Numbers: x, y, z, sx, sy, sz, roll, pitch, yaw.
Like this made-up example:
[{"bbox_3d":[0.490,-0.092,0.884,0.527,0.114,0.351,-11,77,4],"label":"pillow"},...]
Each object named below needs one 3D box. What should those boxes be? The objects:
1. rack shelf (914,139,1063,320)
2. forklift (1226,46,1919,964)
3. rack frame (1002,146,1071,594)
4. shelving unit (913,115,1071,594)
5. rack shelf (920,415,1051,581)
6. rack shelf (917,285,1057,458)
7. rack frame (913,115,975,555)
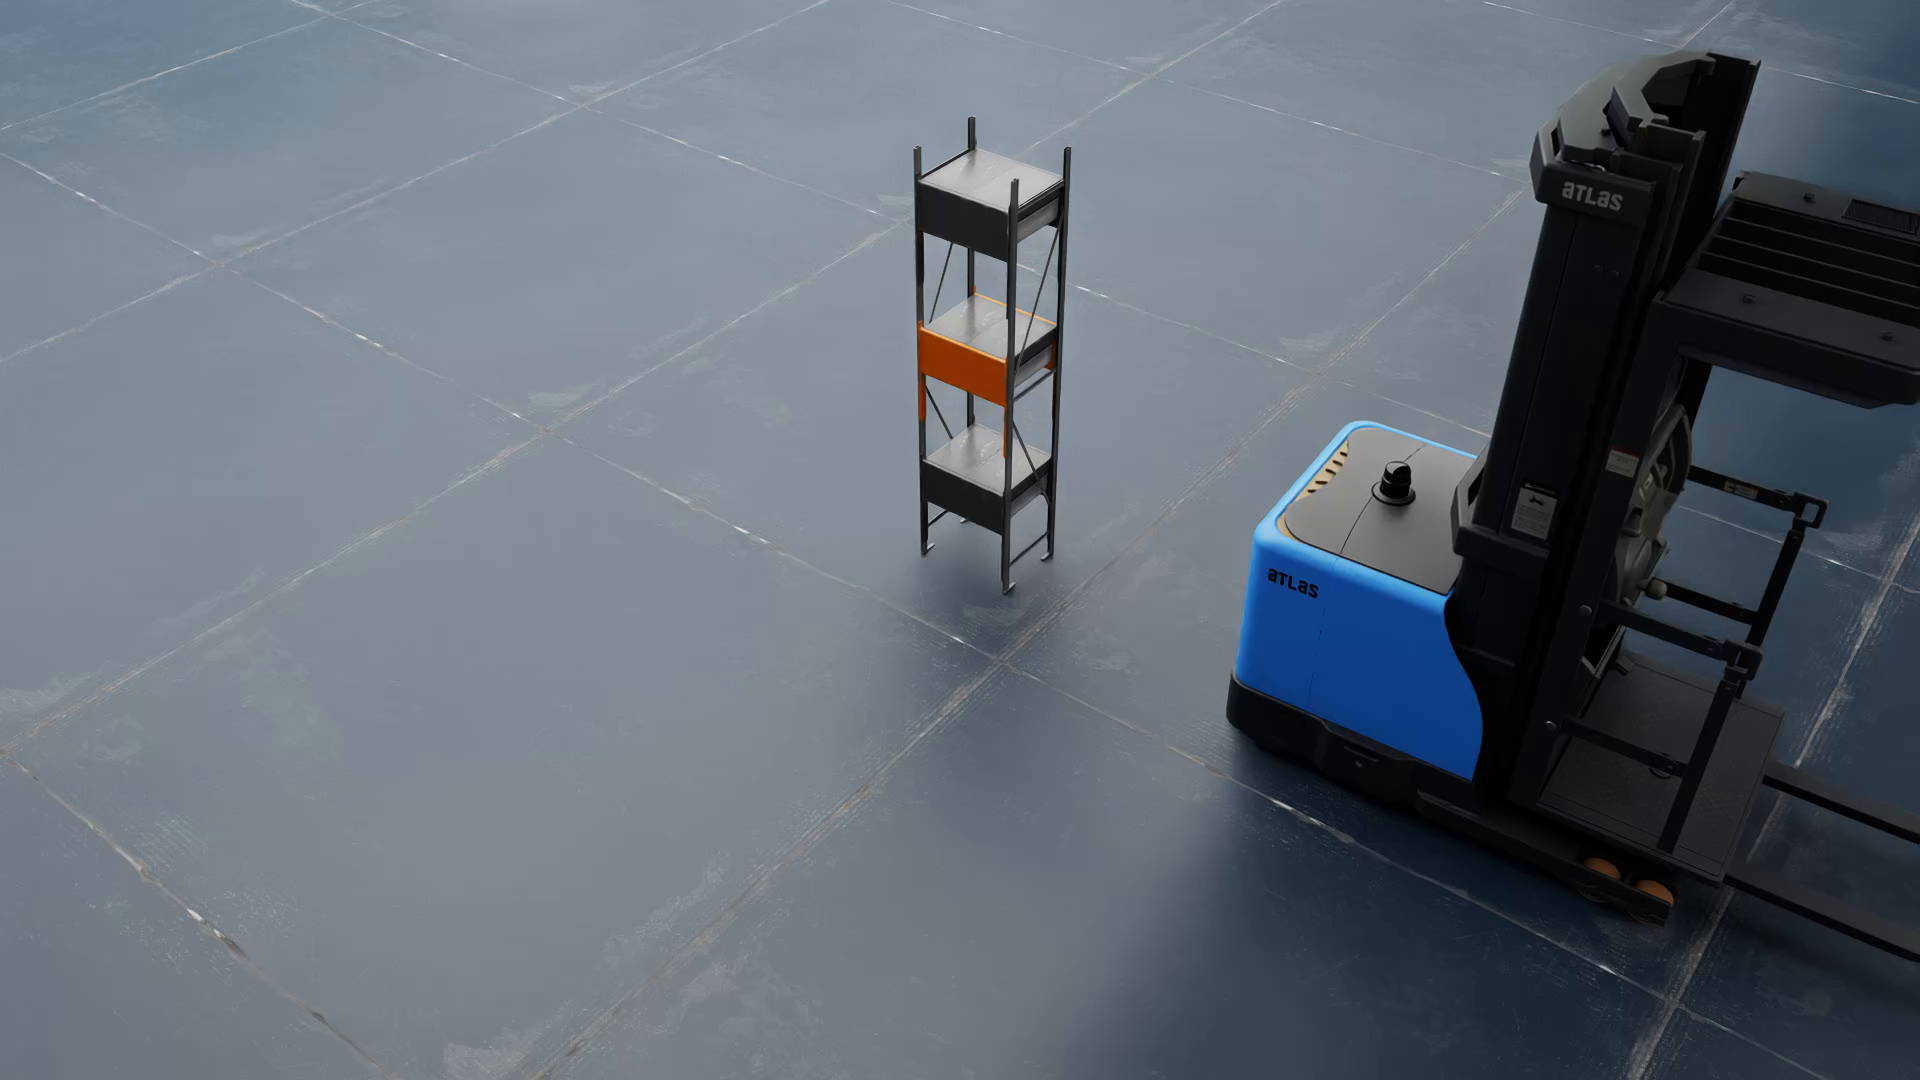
[{"bbox_3d":[0.131,-1.305,6.961,0.480,0.518,0.431,25,45,29],"label":"rack shelf"},{"bbox_3d":[2.635,-0.084,5.840,3.031,2.935,1.130,22,43,26],"label":"forklift"},{"bbox_3d":[0.325,-0.673,7.268,0.015,2.100,0.400,25,45,29],"label":"rack frame"},{"bbox_3d":[0.131,-0.765,7.384,0.503,2.100,0.431,25,45,29],"label":"shelving unit"},{"bbox_3d":[0.131,-0.203,7.824,0.480,0.518,0.431,25,45,29],"label":"rack shelf"},{"bbox_3d":[0.131,-0.754,7.393,0.480,0.518,0.431,25,45,29],"label":"rack shelf"},{"bbox_3d":[-0.062,-0.856,7.501,0.015,2.100,0.400,25,45,29],"label":"rack frame"}]
